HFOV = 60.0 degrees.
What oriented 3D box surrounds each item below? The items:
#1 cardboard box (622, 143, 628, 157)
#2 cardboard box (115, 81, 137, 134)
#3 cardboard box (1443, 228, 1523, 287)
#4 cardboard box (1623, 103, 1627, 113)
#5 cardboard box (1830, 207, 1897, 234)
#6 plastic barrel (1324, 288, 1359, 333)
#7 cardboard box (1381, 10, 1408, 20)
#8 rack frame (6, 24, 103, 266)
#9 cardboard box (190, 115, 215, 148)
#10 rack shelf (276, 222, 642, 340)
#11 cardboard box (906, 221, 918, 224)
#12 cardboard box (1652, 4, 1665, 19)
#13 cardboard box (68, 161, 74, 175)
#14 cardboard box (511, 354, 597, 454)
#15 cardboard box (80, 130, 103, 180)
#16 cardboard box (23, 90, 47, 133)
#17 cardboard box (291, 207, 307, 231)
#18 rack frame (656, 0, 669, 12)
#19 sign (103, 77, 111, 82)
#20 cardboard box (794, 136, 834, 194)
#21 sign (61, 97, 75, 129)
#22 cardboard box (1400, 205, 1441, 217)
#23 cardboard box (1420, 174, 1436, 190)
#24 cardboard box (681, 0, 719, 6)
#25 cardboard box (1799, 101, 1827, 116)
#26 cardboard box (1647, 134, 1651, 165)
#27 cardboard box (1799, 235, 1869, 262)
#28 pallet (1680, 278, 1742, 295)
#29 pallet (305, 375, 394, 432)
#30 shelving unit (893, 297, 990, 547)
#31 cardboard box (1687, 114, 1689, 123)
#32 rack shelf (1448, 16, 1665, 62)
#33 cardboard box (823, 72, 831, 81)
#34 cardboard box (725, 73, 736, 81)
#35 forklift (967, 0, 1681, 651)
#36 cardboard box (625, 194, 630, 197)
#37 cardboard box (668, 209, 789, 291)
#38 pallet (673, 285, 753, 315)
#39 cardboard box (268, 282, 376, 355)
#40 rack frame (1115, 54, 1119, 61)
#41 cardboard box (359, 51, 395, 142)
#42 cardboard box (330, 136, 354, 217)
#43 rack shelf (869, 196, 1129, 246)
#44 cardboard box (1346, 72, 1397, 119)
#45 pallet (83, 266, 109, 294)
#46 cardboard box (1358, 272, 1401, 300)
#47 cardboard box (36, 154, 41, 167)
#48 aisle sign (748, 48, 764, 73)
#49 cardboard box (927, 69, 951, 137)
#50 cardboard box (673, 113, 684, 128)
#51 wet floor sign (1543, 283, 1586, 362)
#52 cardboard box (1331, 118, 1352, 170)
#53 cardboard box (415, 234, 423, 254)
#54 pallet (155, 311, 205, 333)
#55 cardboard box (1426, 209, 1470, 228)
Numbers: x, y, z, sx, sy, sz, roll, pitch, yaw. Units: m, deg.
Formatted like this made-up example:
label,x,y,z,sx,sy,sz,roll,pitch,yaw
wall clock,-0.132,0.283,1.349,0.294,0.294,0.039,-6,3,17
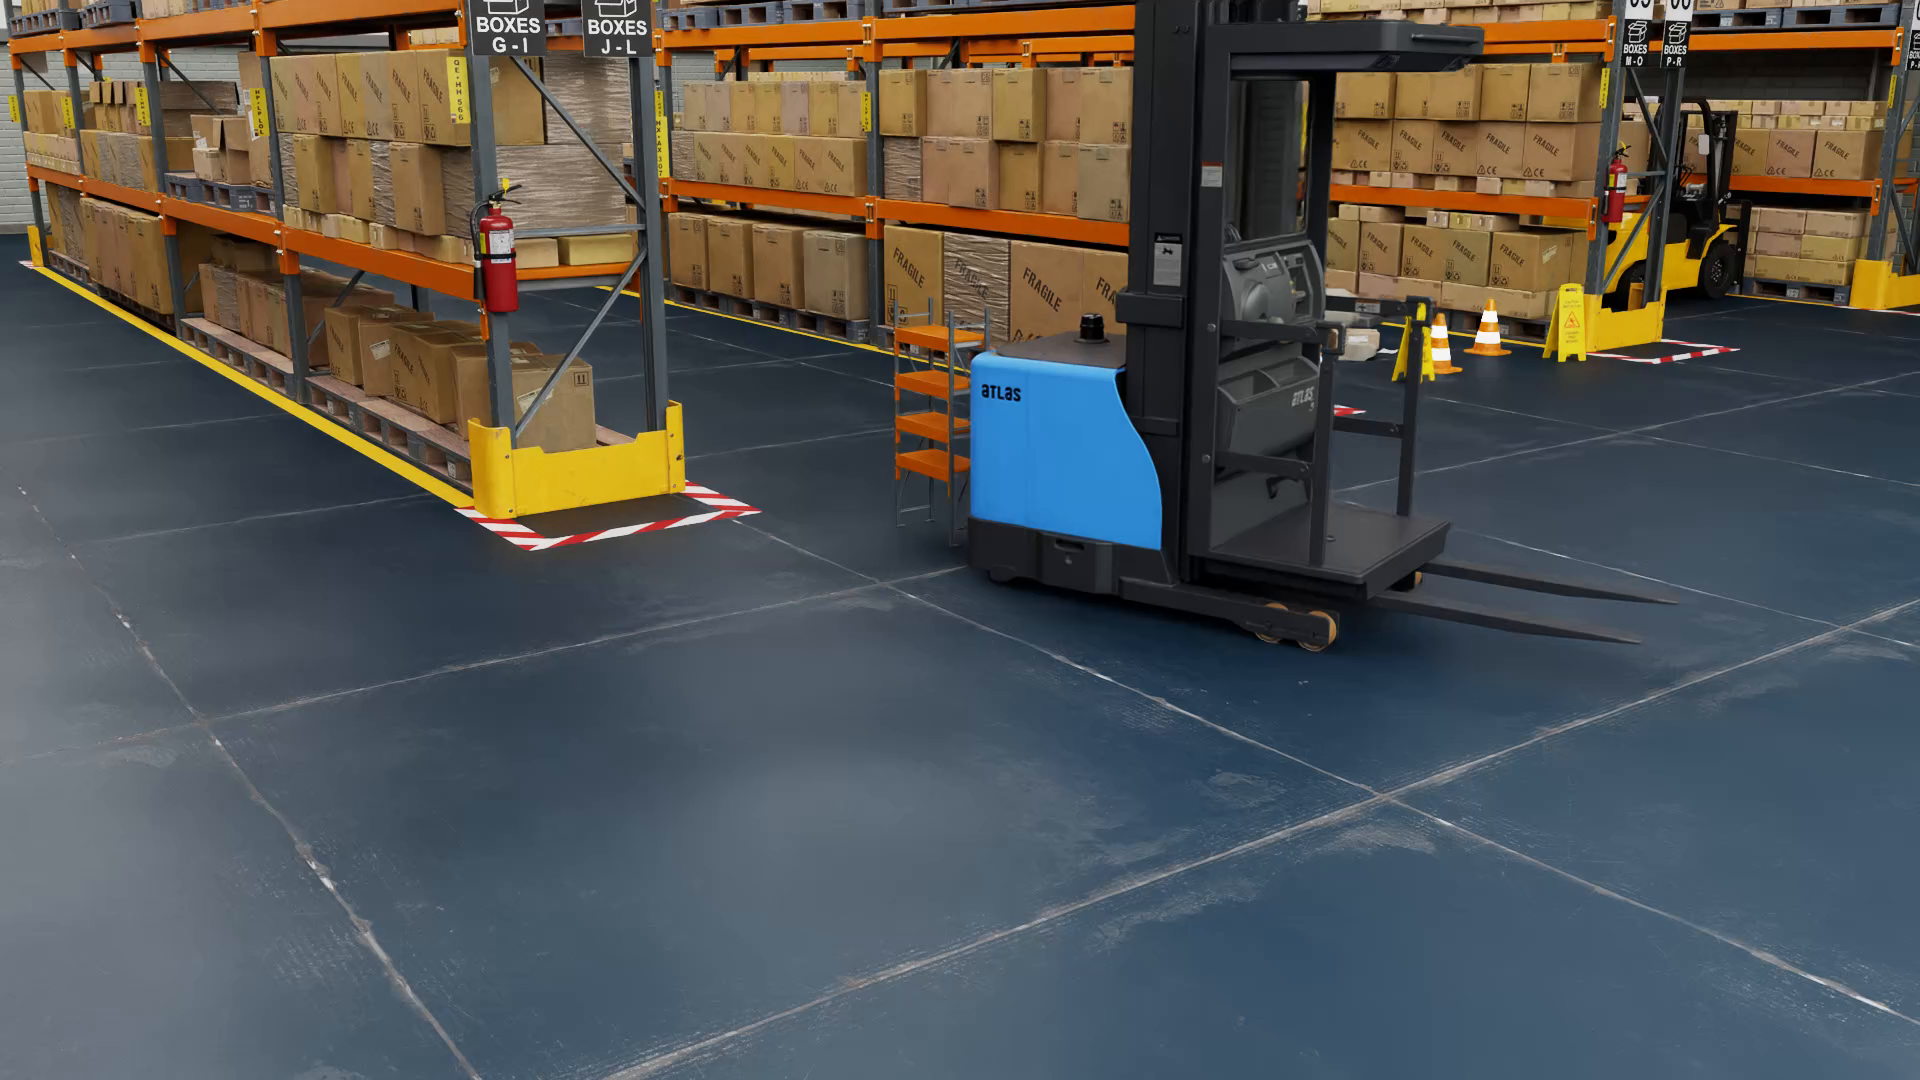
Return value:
label,x,y,z,sx,sy,sz,roll,pitch,yaw
cardboard box,-3.532,-4.288,18.240,0.380,0.149,0.250,-11,19,-35
cardboard box,-7.995,-4.343,16.673,0.797,0.503,0.637,-10,18,-33
cardboard box,4.931,-2.680,15.679,0.500,0.500,0.500,-10,18,-33
cardboard box,7.915,-5.121,19.625,0.380,0.149,0.250,-11,19,-36
cardboard box,9.806,-3.462,18.063,0.500,0.250,0.500,-11,19,-35
plastic barrel,3.483,-2.164,15.681,0.512,0.421,0.421,1,15,4
cardboard box,4.242,-4.987,15.908,0.380,0.149,0.250,-11,19,-36
rack frame,-11.501,-5.079,21.451,1.000,3.000,0.127,-11,19,-35
cardboard box,-6.448,-3.512,14.742,0.500,0.500,0.500,-14,21,-41
rack shelf,-3.270,-1.742,10.623,1.077,0.370,4.000,-11,19,-35
cardboard box,-0.167,-4.629,23.036,0.875,0.875,0.875,-10,18,-33
cardboard box,5.990,-4.647,14.668,0.380,0.149,0.250,-11,19,-34
cardboard box,-9.746,-4.173,18.616,0.380,0.149,0.250,-10,18,-33
cardboard box,-2.447,-0.795,9.739,0.500,0.500,0.500,-7,17,-24
cardboard box,-9.081,-4.136,17.816,0.500,0.500,0.500,-11,19,-34
cardboard box,-11.144,-5.261,20.414,0.500,0.500,0.500,-11,19,-36
cardboard box,-4.426,-2.247,11.581,0.380,0.149,0.250,-11,19,-35
rack frame,-2.726,-7.012,17.151,1.000,3.000,0.127,-11,19,-35
sign,-11.054,-5.833,21.563,0.100,0.325,0.005,-11,19,-35
cardboard box,-1.194,-3.491,15.459,0.500,0.500,0.500,-11,19,-35
sign,-9.597,-4.594,17.889,0.100,0.325,0.005,-11,19,-35
cardboard box,6.374,-4.320,22.380,0.875,0.625,0.625,-12,19,-37
cardboard box,4.646,-3.455,15.995,0.380,0.149,0.250,-11,19,-35
cardboard box,-2.659,-5.599,17.160,0.380,0.149,0.250,-12,19,-37
cardboard box,9.208,-4.620,17.791,0.380,0.149,0.250,-10,18,-33
cardboard box,8.251,-4.522,19.227,0.500,0.500,0.500,-11,19,-35
cardboard box,9.396,-3.145,17.850,0.500,0.250,0.500,-11,19,-35
pallet,8.738,-3.044,19.298,1.003,0.211,1.213,-11,19,-35
pallet,-4.022,-1.034,11.952,1.003,0.211,1.213,-11,19,-35
shelving unit,-0.097,-0.614,8.547,0.258,1.200,0.503,-11,19,-35
cardboard box,8.287,-4.800,19.015,0.380,0.149,0.250,-12,19,-36
rack shelf,4.746,-4.727,15.847,1.077,0.370,4.000,-11,19,-35
cardboard box,-1.778,-6.751,24.246,0.380,0.149,0.250,-11,19,-34
cardboard box,-3.501,-7.342,26.406,0.380,0.149,0.250,-10,18,-33
forklift,1.532,-1.111,7.083,3.031,2.935,1.130,10,18,34
cardboard box,-4.144,-4.100,20.393,0.500,0.250,0.500,-10,18,-32
cardboard box,-2.441,-3.092,17.659,1.050,0.750,0.750,-11,19,-35
pallet,-2.324,-2.594,17.653,1.003,0.211,1.213,-11,19,-35
cardboard box,-5.054,-1.762,13.234,0.700,0.500,0.500,-11,19,-35
rack frame,2.879,-6.534,26.768,1.000,3.000,0.127,-11,19,-35
cardboard box,-3.208,-2.628,9.850,0.500,0.500,0.500,-11,19,-35
cardboard box,-3.590,-2.399,10.907,0.875,0.500,0.500,-11,19,-35
rack shelf,0.802,-2.491,13.357,1.077,0.370,4.000,-11,19,-35
cardboard box,4.210,-4.377,16.240,0.700,0.500,0.500,-11,19,-36
pallet,-9.533,-3.054,19.336,1.003,0.211,1.213,-11,19,-35
cardboard box,4.336,-2.538,16.580,0.500,0.250,0.500,-11,19,-35
cardboard box,-11.102,-4.666,20.418,0.380,0.149,0.250,-11,19,-35
aisle sign,-3.277,-7.934,26.959,0.394,0.787,0.004,-11,19,-35
cardboard box,0.232,-3.674,13.989,0.875,0.550,0.550,-11,19,-35
cardboard box,-3.001,-4.673,18.521,0.380,0.149,0.250,-11,19,-36
wet floor sign,5.168,-1.858,14.143,0.267,0.644,0.232,-4,16,-15
cardboard box,3.918,-4.006,16.776,0.500,0.500,0.500,-11,19,-35
cardboard box,-3.011,-1.784,9.890,0.380,0.149,0.250,-11,19,-35
pallet,-7.200,-2.206,16.235,1.003,0.211,1.213,-11,19,-35
cardboard box,4.671,-3.061,15.841,0.380,0.149,0.250,-10,18,-32
